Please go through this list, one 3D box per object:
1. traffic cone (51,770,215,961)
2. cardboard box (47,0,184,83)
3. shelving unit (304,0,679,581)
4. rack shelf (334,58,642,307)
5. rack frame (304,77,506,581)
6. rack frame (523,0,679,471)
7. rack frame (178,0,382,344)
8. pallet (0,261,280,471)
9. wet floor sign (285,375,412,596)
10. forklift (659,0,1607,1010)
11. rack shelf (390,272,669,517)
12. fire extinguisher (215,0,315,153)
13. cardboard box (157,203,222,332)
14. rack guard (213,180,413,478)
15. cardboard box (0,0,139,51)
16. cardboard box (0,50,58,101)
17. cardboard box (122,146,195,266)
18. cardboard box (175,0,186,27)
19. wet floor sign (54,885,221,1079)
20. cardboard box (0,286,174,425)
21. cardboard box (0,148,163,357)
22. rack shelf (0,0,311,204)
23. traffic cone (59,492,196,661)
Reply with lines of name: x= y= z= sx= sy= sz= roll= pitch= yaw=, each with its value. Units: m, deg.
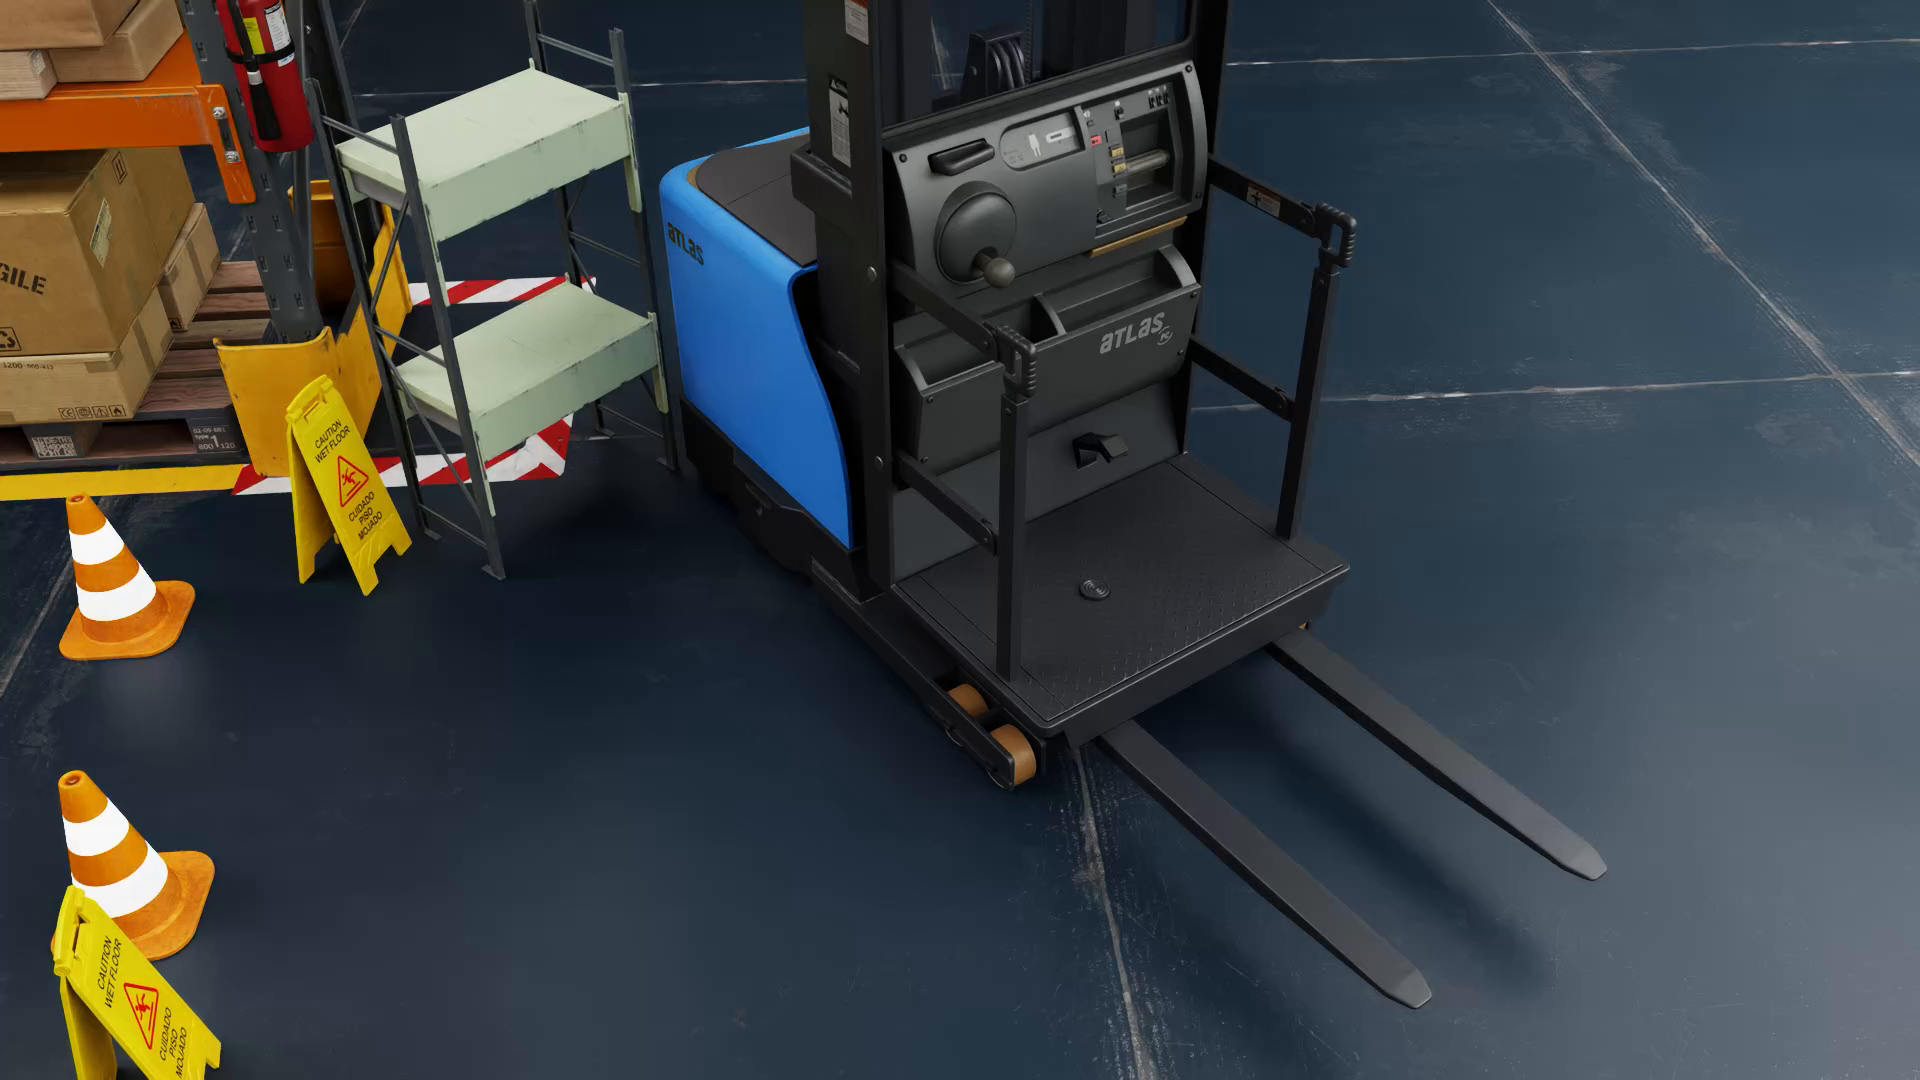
traffic cone: x=-2.032 y=0.727 z=3.955 sx=0.334 sy=0.463 sz=0.336 roll=-3 pitch=38 yaw=-4
cardboard box: x=-2.508 y=-1.504 z=4.937 sx=0.250 sy=0.149 sz=0.380 roll=-2 pitch=38 yaw=-2
shelving unit: x=-1.329 y=-0.722 z=4.955 sx=0.431 sy=1.500 sz=0.755 roll=26 pitch=45 yaw=29
rack shelf: x=-1.329 y=-1.029 z=4.713 sx=0.431 sy=0.370 sz=0.720 roll=26 pitch=45 yaw=29
rack frame: x=-1.557 y=-0.545 z=4.730 sx=0.400 sy=1.500 sz=0.023 roll=26 pitch=45 yaw=29
rack frame: x=-1.101 y=-0.900 z=5.179 sx=0.400 sy=1.500 sz=0.023 roll=26 pitch=45 yaw=29
rack frame: x=-2.155 y=-1.755 z=5.052 sx=0.127 sy=3.000 sz=1.000 roll=-3 pitch=38 yaw=-4
pallet: x=-3.043 y=-0.633 z=5.882 sx=1.213 sy=0.211 sz=1.003 roll=-3 pitch=38 yaw=-4
wet floor sign: x=-1.871 y=-0.181 z=4.958 sx=0.232 sy=0.644 sz=0.267 roll=9 pitch=39 yaw=12
forklift: x=0.366 y=-0.839 z=3.947 sx=1.130 sy=2.935 sz=3.031 roll=-24 pitch=44 yaw=-27
rack shelf: x=-1.329 y=-0.466 z=5.157 sx=0.431 sy=0.370 sz=0.720 roll=26 pitch=45 yaw=29
fire extinguisher: x=-2.000 y=-1.446 z=4.724 sx=0.183 sy=0.674 sz=0.296 roll=-3 pitch=38 yaw=-4
cardboard box: x=-2.983 y=-0.967 z=5.934 sx=0.500 sy=0.250 sz=0.500 roll=-3 pitch=38 yaw=-4
rack guard: x=-2.231 y=-0.769 z=5.821 sx=0.348 sy=0.500 sz=1.175 roll=-3 pitch=38 yaw=-4
cardboard box: x=-2.671 y=-1.711 z=4.676 sx=0.500 sy=0.500 sz=0.500 roll=-4 pitch=38 yaw=-5
cardboard box: x=-2.751 y=-1.421 z=4.833 sx=0.250 sy=0.149 sz=0.380 roll=-4 pitch=38 yaw=-5
cardboard box: x=-3.006 y=-1.259 z=5.700 sx=0.500 sy=0.500 sz=0.500 roll=-4 pitch=38 yaw=-5
cardboard box: x=-2.512 y=-1.765 z=5.269 sx=0.250 sy=0.149 sz=0.380 roll=-3 pitch=38 yaw=-4
wet floor sign: x=-1.762 y=0.995 z=3.468 sx=0.232 sy=0.644 sz=0.267 roll=-9 pitch=39 yaw=-12
cardboard box: x=-2.960 y=-0.629 z=5.506 sx=0.500 sy=0.250 sz=0.500 roll=-3 pitch=38 yaw=-4
cardboard box: x=-2.930 y=-0.930 z=5.282 sx=0.500 sy=0.500 sz=0.500 roll=-3 pitch=38 yaw=-4
rack shelf: x=-4.147 y=-1.363 z=5.136 sx=4.000 sy=0.370 sz=1.077 roll=-3 pitch=38 yaw=-4
traffic cone: x=-2.469 y=0.061 z=4.800 sx=0.334 sy=0.463 sz=0.336 roll=-3 pitch=38 yaw=-4
